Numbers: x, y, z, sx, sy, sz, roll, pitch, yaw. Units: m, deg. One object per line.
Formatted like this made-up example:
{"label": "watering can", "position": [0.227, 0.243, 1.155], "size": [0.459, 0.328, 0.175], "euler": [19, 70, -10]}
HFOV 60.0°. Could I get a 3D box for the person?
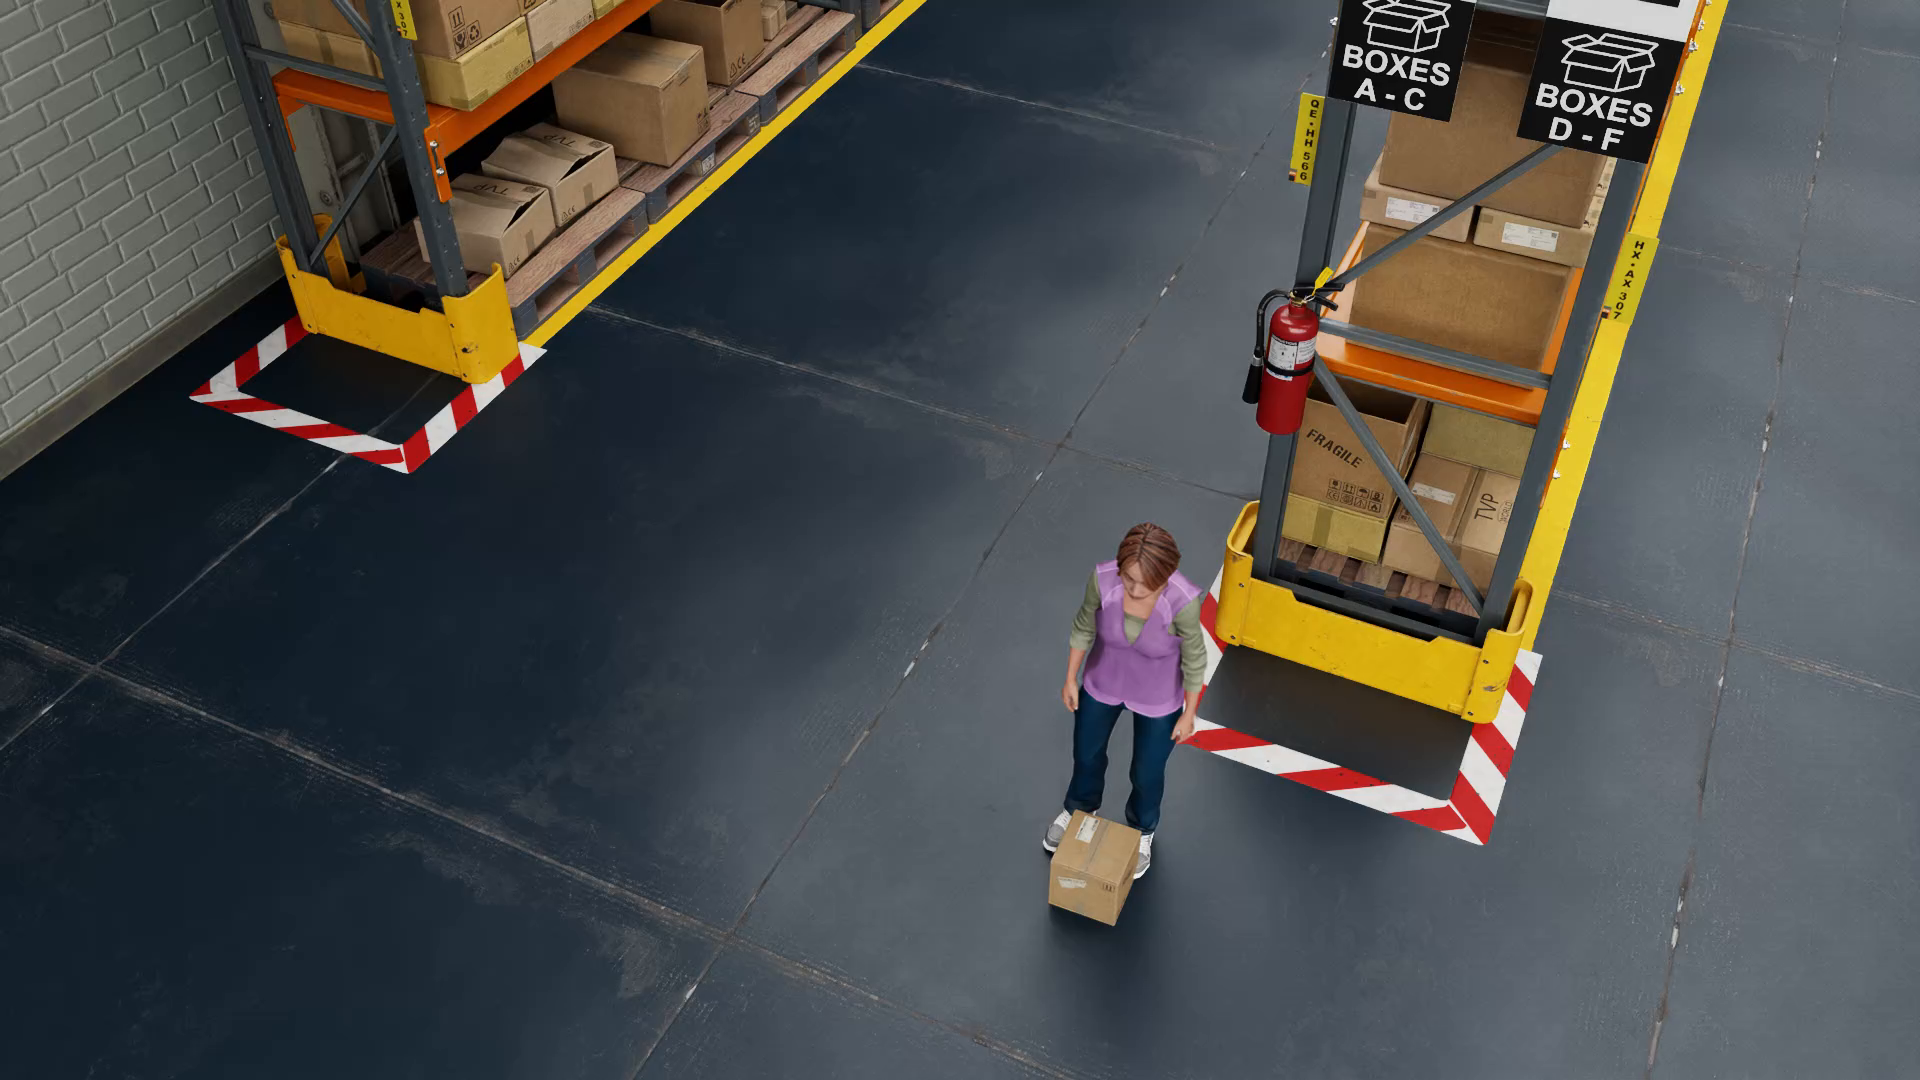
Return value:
{"label": "person", "position": [0.574, 0.520, 5.602], "size": [0.483, 1.594, 0.341], "euler": [16, 45, 16]}
